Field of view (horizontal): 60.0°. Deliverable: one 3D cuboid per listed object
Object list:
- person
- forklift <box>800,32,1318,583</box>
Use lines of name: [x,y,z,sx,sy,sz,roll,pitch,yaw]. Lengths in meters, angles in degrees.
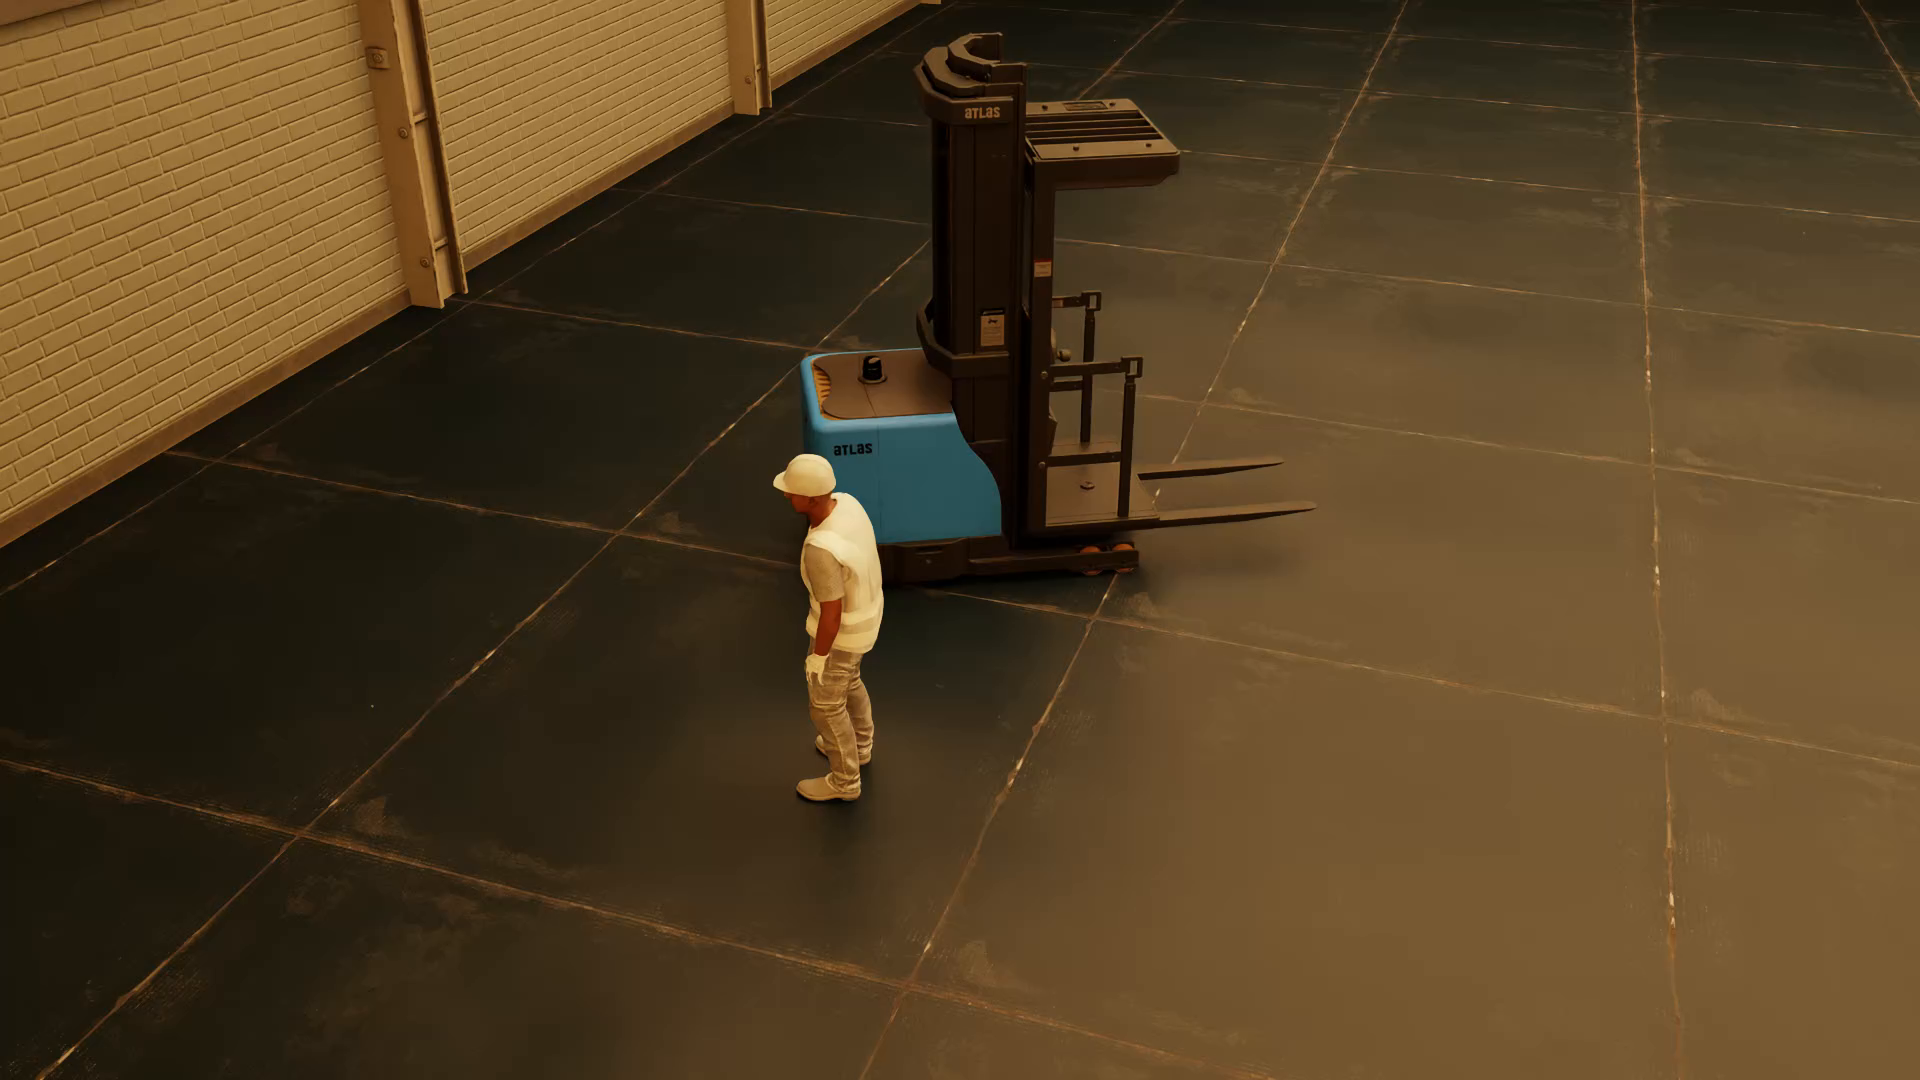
person: [-0.583,0.398,7.612,0.451,1.773,0.626,5,30,8]
forklift: [0.603,-1.321,9.453,3.031,2.935,1.130,-5,30,-8]
